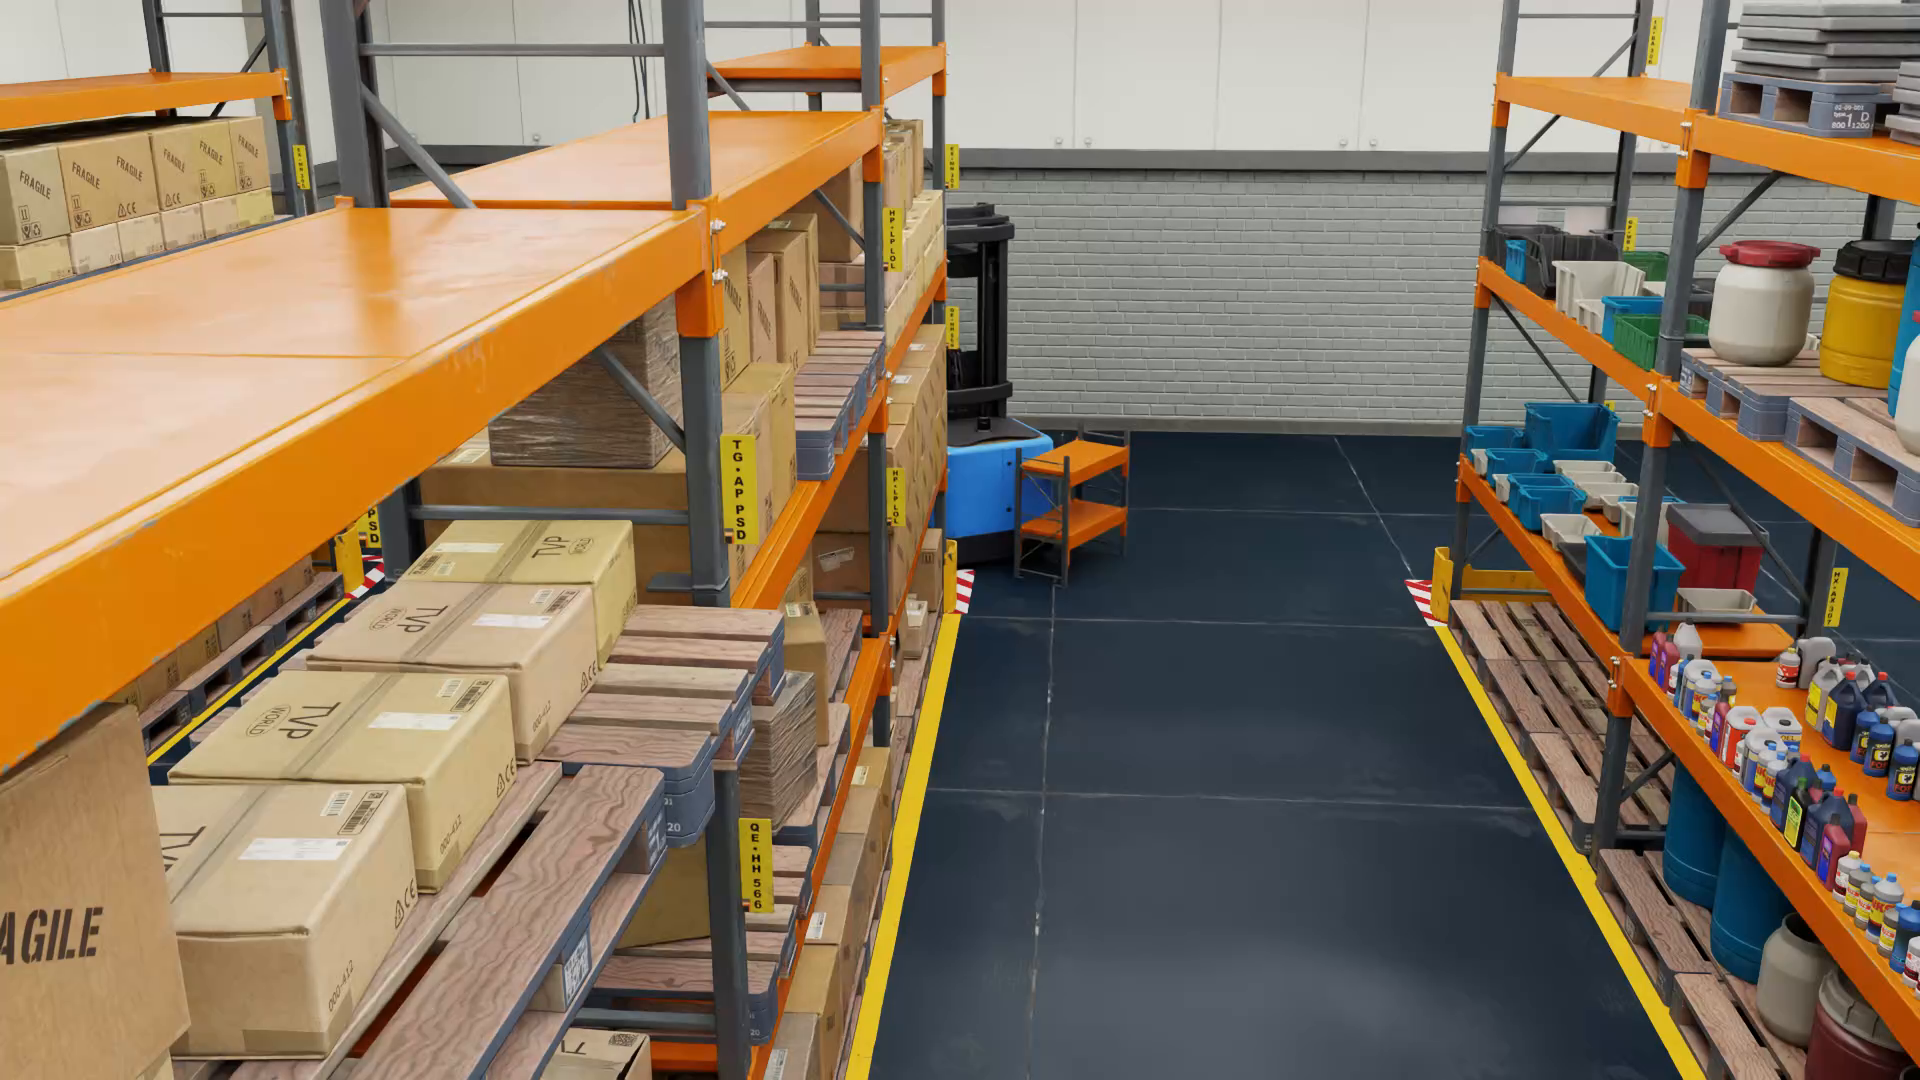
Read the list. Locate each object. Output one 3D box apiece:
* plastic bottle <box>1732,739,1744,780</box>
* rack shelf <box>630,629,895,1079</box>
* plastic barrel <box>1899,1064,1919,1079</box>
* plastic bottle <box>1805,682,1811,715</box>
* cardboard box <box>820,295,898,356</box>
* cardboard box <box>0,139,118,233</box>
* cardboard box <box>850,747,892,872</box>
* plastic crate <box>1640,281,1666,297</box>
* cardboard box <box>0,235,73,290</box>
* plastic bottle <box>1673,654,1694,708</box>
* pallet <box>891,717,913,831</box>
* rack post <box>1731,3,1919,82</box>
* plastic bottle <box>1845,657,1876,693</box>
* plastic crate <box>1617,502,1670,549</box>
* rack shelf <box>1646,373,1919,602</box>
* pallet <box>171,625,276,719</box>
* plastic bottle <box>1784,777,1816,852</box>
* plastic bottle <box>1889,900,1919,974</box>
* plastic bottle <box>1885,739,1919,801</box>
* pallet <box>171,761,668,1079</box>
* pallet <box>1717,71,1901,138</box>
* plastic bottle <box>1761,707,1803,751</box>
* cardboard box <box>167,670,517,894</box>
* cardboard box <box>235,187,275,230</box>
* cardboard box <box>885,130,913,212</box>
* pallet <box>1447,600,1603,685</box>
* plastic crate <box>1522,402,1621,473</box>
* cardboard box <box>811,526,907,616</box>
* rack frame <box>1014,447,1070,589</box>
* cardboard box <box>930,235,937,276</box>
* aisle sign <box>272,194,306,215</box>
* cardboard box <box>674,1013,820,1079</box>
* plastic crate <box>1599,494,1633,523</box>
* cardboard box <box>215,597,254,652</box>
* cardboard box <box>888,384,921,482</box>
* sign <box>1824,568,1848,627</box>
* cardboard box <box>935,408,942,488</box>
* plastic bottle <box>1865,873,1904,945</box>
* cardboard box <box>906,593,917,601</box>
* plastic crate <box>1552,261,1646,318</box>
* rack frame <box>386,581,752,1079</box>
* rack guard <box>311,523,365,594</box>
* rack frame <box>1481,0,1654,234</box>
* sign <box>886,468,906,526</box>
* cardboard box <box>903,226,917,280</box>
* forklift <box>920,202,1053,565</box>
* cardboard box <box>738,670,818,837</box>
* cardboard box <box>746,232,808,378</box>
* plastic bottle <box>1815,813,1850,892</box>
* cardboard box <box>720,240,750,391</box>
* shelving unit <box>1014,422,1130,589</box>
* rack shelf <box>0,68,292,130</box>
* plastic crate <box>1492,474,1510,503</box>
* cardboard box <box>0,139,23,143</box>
[{"bbox_3d":[3.527,0.973,7.455,0.097,0.201,0.097,0,18,0],"label":"plastic bottle"},{"bbox_3d":[-1.041,1.272,7.380,1.077,0.370,4.000,1,18,4],"label":"rack shelf"},{"bbox_3d":[3.725,2.316,6.360,0.421,0.512,0.421,0,18,0],"label":"plastic barrel"},{"bbox_3d":[4.185,0.761,8.103,0.097,0.201,0.097,0,18,0],"label":"plastic bottle"},{"bbox_3d":[-0.616,-1.191,9.164,0.500,0.250,0.500,1,18,4],"label":"cardboard box"},{"bbox_3d":[-5.478,-2.133,10.001,0.500,0.500,0.500,1,18,3],"label":"cardboard box"},{"bbox_3d":[-0.647,1.447,8.997,0.500,0.500,0.500,1,18,4],"label":"cardboard box"},{"bbox_3d":[4.429,-1.475,10.213,0.437,0.136,0.530,1,18,4],"label":"plastic crate"},{"bbox_3d":[-5.527,-1.611,9.610,0.500,0.250,0.500,1,18,4],"label":"cardboard box"},{"bbox_3d":[3.584,0.694,8.195,0.097,0.271,0.097,0,18,0],"label":"plastic bottle"},{"bbox_3d":[-0.848,1.421,10.249,1.003,0.211,1.213,1,18,4],"label":"pallet"},{"bbox_3d":[3.951,-2.134,7.104,0.937,0.300,0.954,1,18,3],"label":"rack post"},{"bbox_3d":[4.303,0.737,7.937,0.144,0.351,0.185,1,18,4],"label":"plastic bottle"},{"bbox_3d":[4.336,-0.022,10.267,0.437,0.282,0.530,1,18,4],"label":"plastic crate"},{"bbox_3d":[3.899,-0.042,6.572,1.077,0.370,4.000,1,18,4],"label":"rack shelf"},{"bbox_3d":[-5.622,0.910,11.807,1.003,0.211,1.213,1,18,4],"label":"pallet"},{"bbox_3d":[3.464,1.129,6.847,0.061,0.283,0.133,1,18,4],"label":"plastic bottle"},{"bbox_3d":[3.416,1.421,5.975,0.097,0.271,0.097,0,18,0],"label":"plastic bottle"},{"bbox_3d":[4.122,0.998,7.267,0.097,0.271,0.097,0,18,0],"label":"plastic bottle"},{"bbox_3d":[-1.221,0.775,3.225,1.003,0.211,1.213,2,18,6],"label":"pallet"},{"bbox_3d":[4.014,-1.893,7.194,1.003,0.211,1.213,1,18,4],"label":"pallet"},{"bbox_3d":[3.715,0.906,7.541,0.152,0.276,0.135,1,18,4],"label":"plastic bottle"},{"bbox_3d":[-1.233,0.480,3.390,0.500,0.250,0.500,1,18,3],"label":"cardboard box"},{"bbox_3d":[-5.340,-2.411,12.052,0.500,0.250,0.500,2,18,6],"label":"cardboard box"},{"bbox_3d":[-0.681,-2.411,10.880,0.700,0.500,0.500,1,18,4],"label":"cardboard box"},{"bbox_3d":[4.231,0.758,12.269,1.003,0.211,1.213,1,18,4],"label":"pallet"},{"bbox_3d":[4.492,-0.759,12.269,0.616,0.435,0.499,1,18,4],"label":"plastic crate"},{"bbox_3d":[-0.590,0.109,9.613,0.500,0.500,0.500,2,18,5],"label":"cardboard box"},{"bbox_3d":[0.670,-0.181,13.667,0.500,1.125,0.032,12,22,32],"label":"rack frame"},{"bbox_3d":[-0.432,-1.967,11.534,0.500,0.250,0.500,1,18,4],"label":"cardboard box"},{"bbox_3d":[-5.248,-2.294,12.932,0.394,0.787,0.004,1,18,4],"label":"aisle sign"},{"bbox_3d":[-0.835,2.232,6.602,0.500,0.500,0.500,1,18,2],"label":"cardboard box"},{"bbox_3d":[4.418,-0.199,11.040,0.298,0.136,0.250,1,18,4],"label":"plastic crate"},{"bbox_3d":[-5.574,0.476,11.992,0.700,0.500,0.500,1,18,2],"label":"cardboard box"},{"bbox_3d":[-0.510,-0.674,10.396,0.500,0.500,0.500,1,18,2],"label":"cardboard box"},{"bbox_3d":[4.591,0.302,8.741,0.100,0.325,0.005,1,18,4],"label":"sign"},{"bbox_3d":[-0.405,-0.675,12.005,0.500,0.500,0.500,1,18,4],"label":"cardboard box"},{"bbox_3d":[3.430,1.361,6.160,0.097,0.271,0.097,0,18,0],"label":"plastic bottle"},{"bbox_3d":[-0.523,0.502,12.418,0.380,0.166,0.250,1,18,4],"label":"cardboard box"},{"bbox_3d":[3.863,-1.510,10.086,0.437,0.282,0.530,1,18,4],"label":"plastic crate"},{"bbox_3d":[-1.185,1.551,5.373,1.000,3.000,0.127,1,18,4],"label":"rack frame"},{"bbox_3d":[-5.551,0.137,13.701,1.175,0.500,0.348,1,18,4],"label":"rack guard"},{"bbox_3d":[4.329,-3.673,11.680,1.000,3.000,0.127,1,18,4],"label":"rack frame"},{"bbox_3d":[-0.344,-0.230,8.949,0.100,0.325,0.005,1,18,4],"label":"sign"},{"bbox_3d":[-0.534,-1.739,10.034,0.500,0.250,0.500,1,18,4],"label":"cardboard box"},{"bbox_3d":[-0.252,-1.598,15.092,1.130,2.935,3.031,-8,20,-23],"label":"forklift"},{"bbox_3d":[-0.996,0.826,6.750,0.700,0.500,0.500,5,19,14],"label":"cardboard box"},{"bbox_3d":[-1.033,-1.049,7.493,0.600,0.600,0.600,1,18,3],"label":"cardboard box"},{"bbox_3d":[3.441,1.228,6.546,0.061,0.283,0.133,1,18,4],"label":"plastic bottle"},{"bbox_3d":[-1.074,-0.849,6.114,0.500,0.500,0.500,1,18,4],"label":"cardboard box"},{"bbox_3d":[0.953,-0.312,14.068,0.538,1.125,1.048,12,22,32],"label":"shelving unit"},{"bbox_3d":[-5.696,-2.741,10.634,1.077,0.370,4.000,1,18,4],"label":"rack shelf"},{"bbox_3d":[3.829,-0.347,11.493,0.250,0.136,0.298,1,18,4],"label":"plastic crate"},{"bbox_3d":[-5.985,-2.141,10.024,0.500,0.500,0.500,1,18,2],"label":"cardboard box"}]
